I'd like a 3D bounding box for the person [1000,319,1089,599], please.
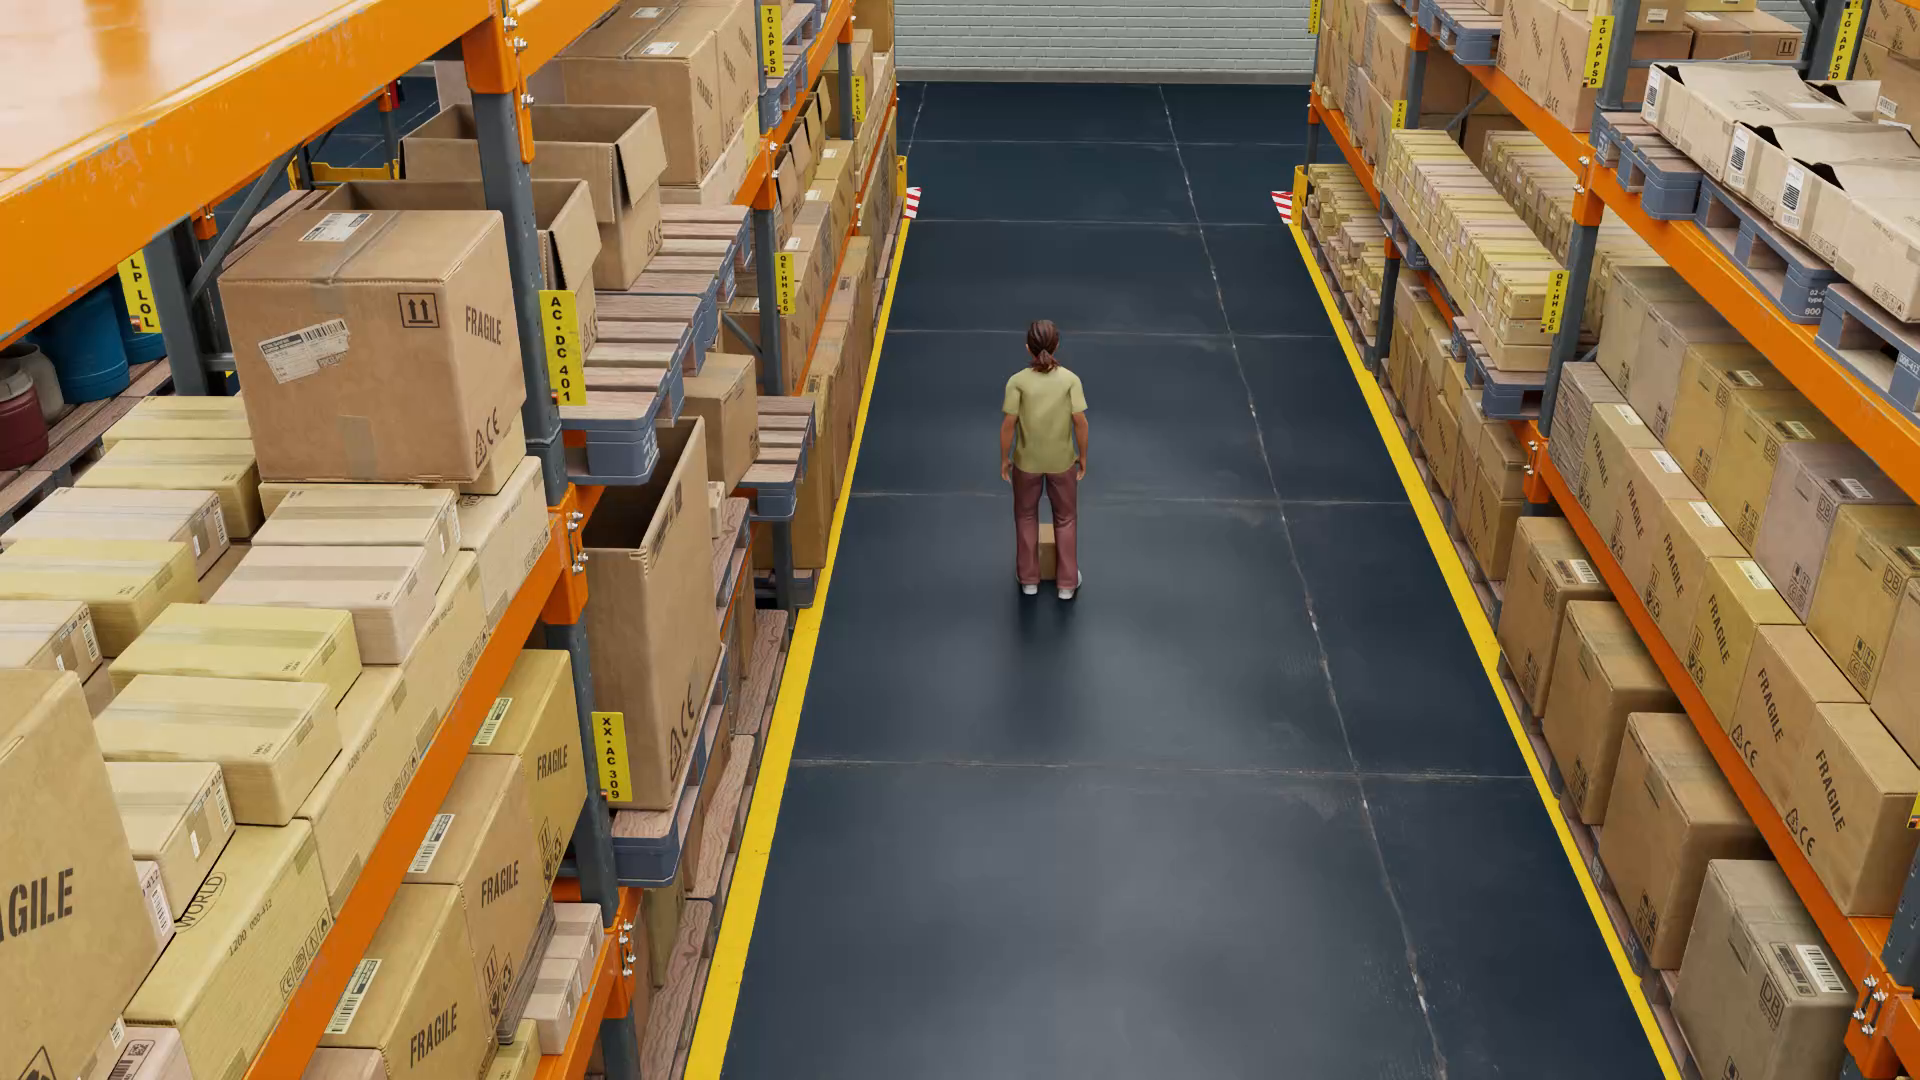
[{"bbox_3d":[0.475,-0.453,9.475,0.505,1.671,0.416,0,28,-1],"label":"person"}]
